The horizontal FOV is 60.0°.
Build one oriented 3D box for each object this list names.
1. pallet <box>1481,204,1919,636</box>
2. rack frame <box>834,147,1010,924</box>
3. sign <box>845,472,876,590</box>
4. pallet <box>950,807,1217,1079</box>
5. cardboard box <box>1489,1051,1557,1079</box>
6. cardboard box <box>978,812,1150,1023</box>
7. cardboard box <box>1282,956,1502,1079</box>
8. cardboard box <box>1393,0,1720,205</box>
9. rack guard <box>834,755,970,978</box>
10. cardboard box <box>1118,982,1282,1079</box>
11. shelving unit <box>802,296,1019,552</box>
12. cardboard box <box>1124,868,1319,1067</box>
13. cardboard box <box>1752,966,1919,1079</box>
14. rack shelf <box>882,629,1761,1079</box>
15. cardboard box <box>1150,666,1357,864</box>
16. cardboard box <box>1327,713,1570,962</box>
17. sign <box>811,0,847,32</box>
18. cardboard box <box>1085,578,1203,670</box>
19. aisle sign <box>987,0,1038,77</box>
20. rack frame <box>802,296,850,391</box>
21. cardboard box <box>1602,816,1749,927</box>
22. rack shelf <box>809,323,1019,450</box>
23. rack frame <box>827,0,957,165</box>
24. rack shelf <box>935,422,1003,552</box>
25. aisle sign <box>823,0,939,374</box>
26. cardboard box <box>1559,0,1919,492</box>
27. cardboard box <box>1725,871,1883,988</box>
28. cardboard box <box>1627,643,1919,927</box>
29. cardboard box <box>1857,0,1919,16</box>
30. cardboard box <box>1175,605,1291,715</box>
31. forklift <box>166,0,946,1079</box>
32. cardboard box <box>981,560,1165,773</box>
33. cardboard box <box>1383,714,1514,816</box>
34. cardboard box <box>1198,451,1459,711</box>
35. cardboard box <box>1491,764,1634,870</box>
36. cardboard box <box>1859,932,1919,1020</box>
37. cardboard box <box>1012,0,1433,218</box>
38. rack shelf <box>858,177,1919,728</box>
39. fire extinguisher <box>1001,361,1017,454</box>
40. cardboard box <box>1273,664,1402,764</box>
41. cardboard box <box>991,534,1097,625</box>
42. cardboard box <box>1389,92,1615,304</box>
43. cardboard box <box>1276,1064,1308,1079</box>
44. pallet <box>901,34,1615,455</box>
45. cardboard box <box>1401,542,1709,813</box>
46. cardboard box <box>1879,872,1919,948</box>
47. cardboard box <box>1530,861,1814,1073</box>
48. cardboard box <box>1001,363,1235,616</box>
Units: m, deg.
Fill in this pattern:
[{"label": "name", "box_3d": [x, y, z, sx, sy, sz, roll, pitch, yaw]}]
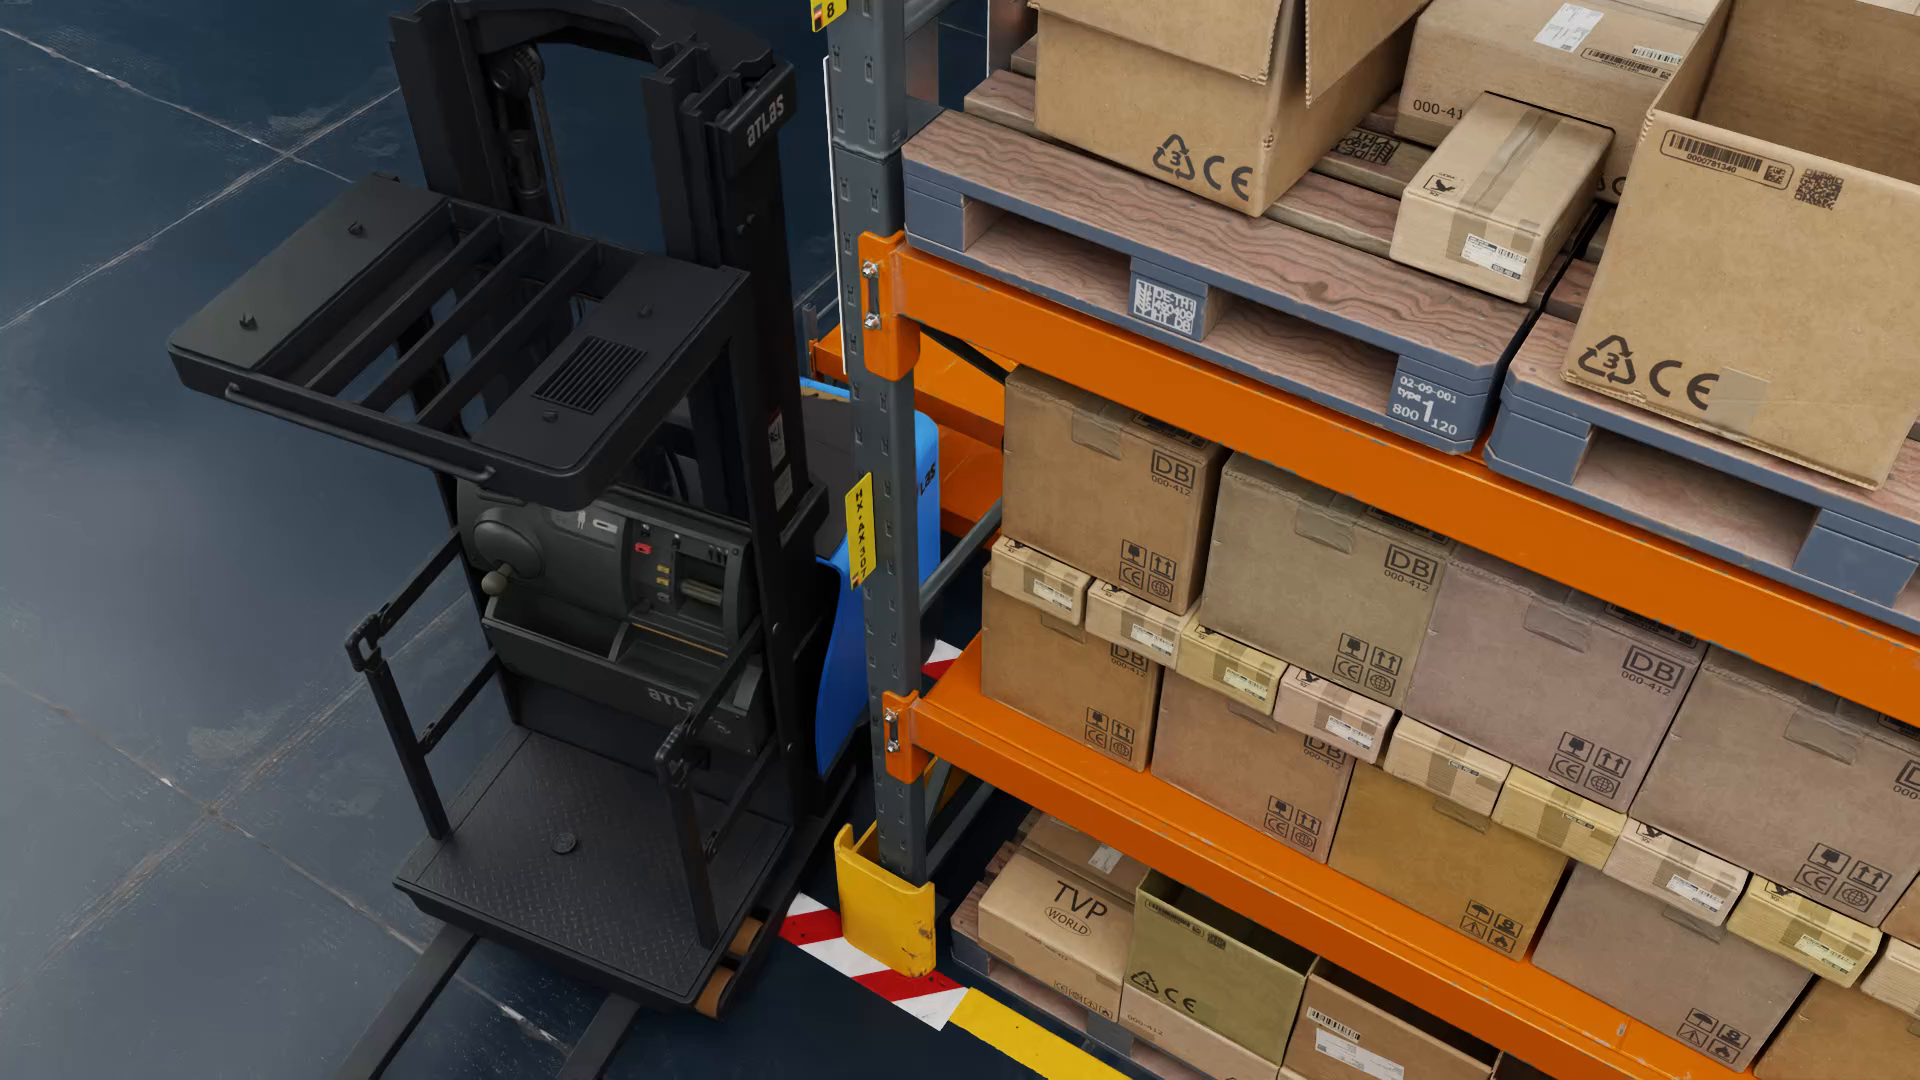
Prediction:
[{"label": "pallet", "box_3d": [1.678, -0.275, 2.896, 1.213, 0.211, 1.003, 25, 51, 22]}, {"label": "rack frame", "box_3d": [0.066, -0.021, 4.679, 0.127, 3.000, 1.000, 25, 51, 22]}, {"label": "sign", "box_3d": [-0.239, -0.018, 4.017, 0.005, 0.325, 0.100, 25, 51, 22]}, {"label": "pallet", "box_3d": [0.732, 1.221, 5.416, 1.213, 0.211, 1.003, 25, 51, 22]}, {"label": "cardboard box", "box_3d": [1.658, 1.453, 4.348, 0.500, 0.500, 0.500, 25, 51, 22]}, {"label": "cardboard box", "box_3d": [0.397, 1.132, 5.182, 0.500, 0.250, 0.500, 25, 51, 22]}, {"label": "cardboard box", "box_3d": [1.247, 1.249, 4.546, 0.500, 0.500, 0.500, 25, 51, 22]}, {"label": "cardboard box", "box_3d": [1.178, -0.923, 3.178, 0.500, 0.250, 0.500, 25, 51, 22]}, {"label": "rack guard", "box_3d": [0.046, 0.840, 5.585, 0.348, 0.500, 1.175, 25, 51, 22]}, {"label": "cardboard box", "box_3d": [0.820, 1.324, 4.997, 0.500, 0.250, 0.500, 25, 51, 22]}, {"label": "shelving unit", "box_3d": [0.006, -0.389, 6.344, 1.048, 1.125, 0.538, 25, 51, 22]}, {"label": "cardboard box", "box_3d": [0.819, 1.064, 4.727, 0.500, 0.500, 0.500, 25, 51, 22]}, {"label": "cardboard box", "box_3d": [2.188, 0.928, 3.687, 0.500, 0.500, 0.700, 25, 51, 23]}, {"label": "rack shelf", "box_3d": [1.749, 1.004, 4.185, 4.000, 0.370, 1.077, 25, 51, 22]}, {"label": "cardboard box", "box_3d": [0.897, 0.333, 4.265, 0.500, 0.500, 0.700, 26, 51, 23]}, {"label": "cardboard box", "box_3d": [1.311, 0.528, 4.075, 0.500, 0.500, 0.700, 25, 51, 22]}, {"label": "sign", "box_3d": [-0.239, -1.066, 2.938, 0.005, 0.325, 0.100, 25, 51, 22]}, {"label": "cardboard box", "box_3d": [0.504, 0.100, 4.039, 0.250, 0.149, 0.380, 23, 50, 21]}, {"label": "aisle sign", "box_3d": [0.169, -1.130, 3.944, 0.004, 0.787, 0.394, 25, 51, 22]}, {"label": "rack frame", "box_3d": [-0.422, -0.586, 6.535, 0.032, 1.125, 0.500, 25, 51, 22]}, {"label": "cardboard box", "box_3d": [1.573, 0.595, 3.558, 0.250, 0.149, 0.380, 25, 51, 22]}, {"label": "rack shelf", "box_3d": [0.006, -0.593, 6.134, 1.000, 0.278, 0.538, 25, 51, 22]}, {"label": "rack frame", "box_3d": [0.066, -2.112, 2.528, 0.127, 3.000, 1.000, 25, 51, 22]}, {"label": "rack shelf", "box_3d": [0.006, -0.219, 6.519, 1.000, 0.278, 0.538, 25, 51, 22]}, {"label": "aisle sign", "box_3d": [-0.155, -0.768, 3.592, 0.004, 0.787, 0.394, 25, 51, 22]}, {"label": "cardboard box", "box_3d": [1.316, -0.489, 2.582, 0.500, 0.500, 0.500, 25, 51, 22]}, {"label": "cardboard box", "box_3d": [1.795, 0.697, 3.459, 0.250, 0.149, 0.380, 26, 51, 23]}, {"label": "cardboard box", "box_3d": [1.789, 0.289, 3.403, 0.500, 0.500, 0.700, 25, 51, 22]}, {"label": "cardboard box", "box_3d": [1.646, -0.729, 2.947, 0.500, 0.311, 0.500, 31, 53, 26]}, {"label": "cardboard box", "box_3d": [0.713, 0.198, 3.944, 0.250, 0.149, 0.380, 25, 51, 22]}, {"label": "forklift", "box_3d": [-1.107, 0.136, 4.574, 1.130, 2.935, 3.031, 17, 48, 16]}, {"label": "cardboard box", "box_3d": [0.452, 0.132, 4.460, 0.500, 0.500, 0.700, 25, 51, 22]}, {"label": "cardboard box", "box_3d": [1.150, 0.398, 3.749, 0.250, 0.149, 0.380, 23, 50, 21]}, {"label": "cardboard box", "box_3d": [0.942, -0.099, 3.780, 0.500, 0.500, 0.700, 23, 50, 21]}, {"label": "cardboard box", "box_3d": [1.365, 0.497, 3.653, 0.250, 0.149, 0.380, 24, 50, 22]}, {"label": "cardboard box", "box_3d": [2.020, 0.798, 3.361, 0.250, 0.149, 0.380, 26, 51, 23]}, {"label": "cardboard box", "box_3d": [0.547, -1.073, 3.147, 0.637, 0.503, 0.797, 28, 52, 25]}, {"label": "rack shelf", "box_3d": [1.749, -0.042, 3.109, 4.000, 0.370, 1.077, 25, 51, 22]}, {"label": "fire extinguisher", "box_3d": [0.217, -0.321, 5.024, 0.183, 0.674, 0.296, 25, 51, 22]}, {"label": "cardboard box", "box_3d": [0.924, 0.297, 3.848, 0.250, 0.149, 0.380, 24, 50, 22]}, {"label": "cardboard box", "box_3d": [0.280, 0.000, 4.137, 0.250, 0.149, 0.380, 24, 51, 22]}, {"label": "cardboard box", "box_3d": [0.961, -0.612, 2.947, 0.250, 0.149, 0.380, 25, 51, 22]}, {"label": "cardboard box", "box_3d": [1.241, 1.518, 4.808, 0.500, 0.250, 0.500, 25, 51, 22]}, {"label": "pallet", "box_3d": [0.647, -0.747, 3.354, 1.213, 0.211, 1.003, 25, 51, 22]}, {"label": "cardboard box", "box_3d": [1.367, 0.096, 3.591, 0.500, 0.500, 0.700, 25, 51, 22]}, {"label": "cardboard box", "box_3d": [2.209, 0.483, 3.215, 0.500, 0.500, 0.700, 25, 51, 22]}, {"label": "cardboard box", "box_3d": [1.757, 0.730, 3.879, 0.500, 0.500, 0.700, 26, 51, 23]}, {"label": "cardboard box", "box_3d": [0.496, -0.299, 3.975, 0.500, 0.500, 0.700, 25, 51, 22]}]
